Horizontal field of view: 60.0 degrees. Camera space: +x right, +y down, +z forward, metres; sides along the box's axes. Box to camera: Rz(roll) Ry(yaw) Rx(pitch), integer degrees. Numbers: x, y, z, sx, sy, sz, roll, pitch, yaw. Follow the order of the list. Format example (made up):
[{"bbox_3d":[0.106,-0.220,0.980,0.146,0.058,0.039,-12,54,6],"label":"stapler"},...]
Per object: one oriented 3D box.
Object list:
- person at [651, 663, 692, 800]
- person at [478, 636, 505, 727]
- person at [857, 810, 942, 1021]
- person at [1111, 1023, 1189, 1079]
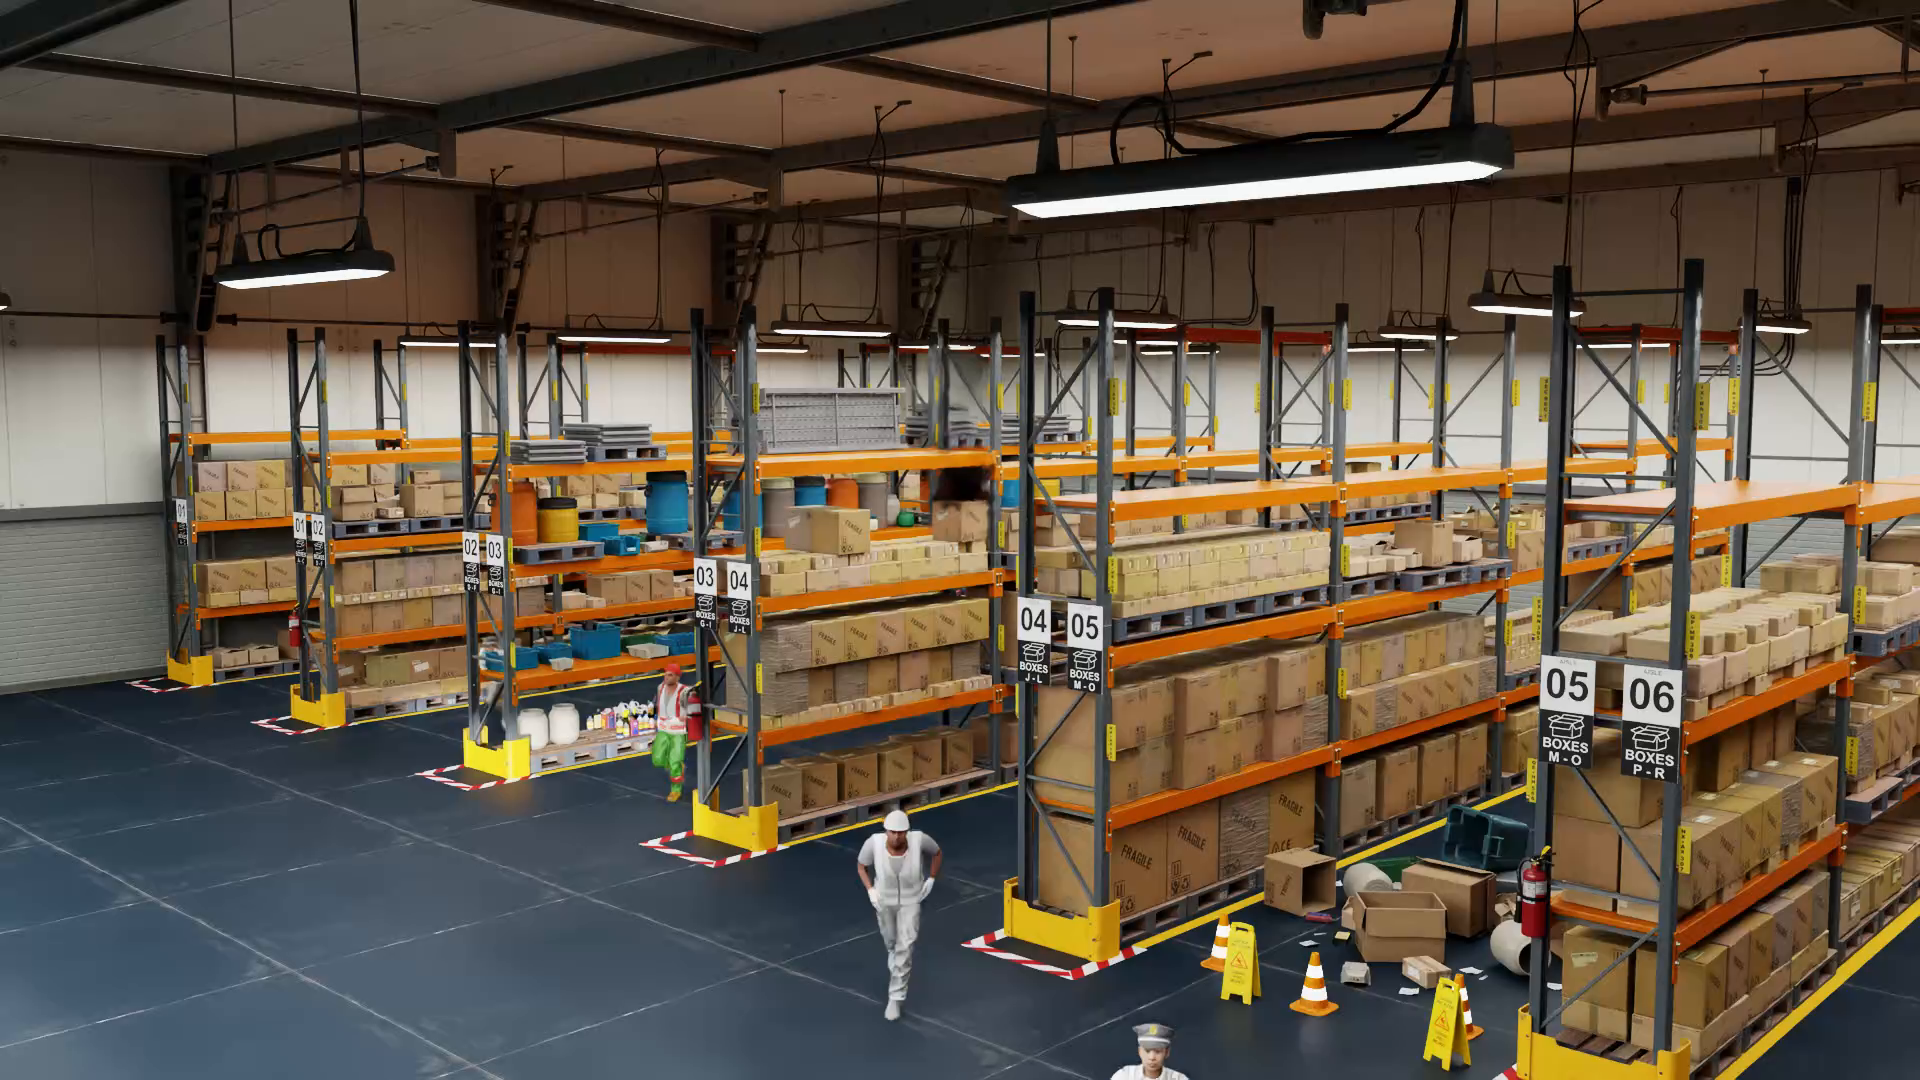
[{"bbox_3d":[-3.561,2.373,20.586,0.660,1.731,0.637,3,6,25],"label":"person"},{"bbox_3d":[-6.849,2.114,24.488,0.645,1.477,0.803,1,5,10],"label":"person"},{"bbox_3d":[-0.509,3.027,13.944,0.706,1.728,1.032,0,5,-4],"label":"person"},{"bbox_3d":[1.056,3.484,9.281,0.620,1.652,0.555,1,5,12],"label":"person"}]
